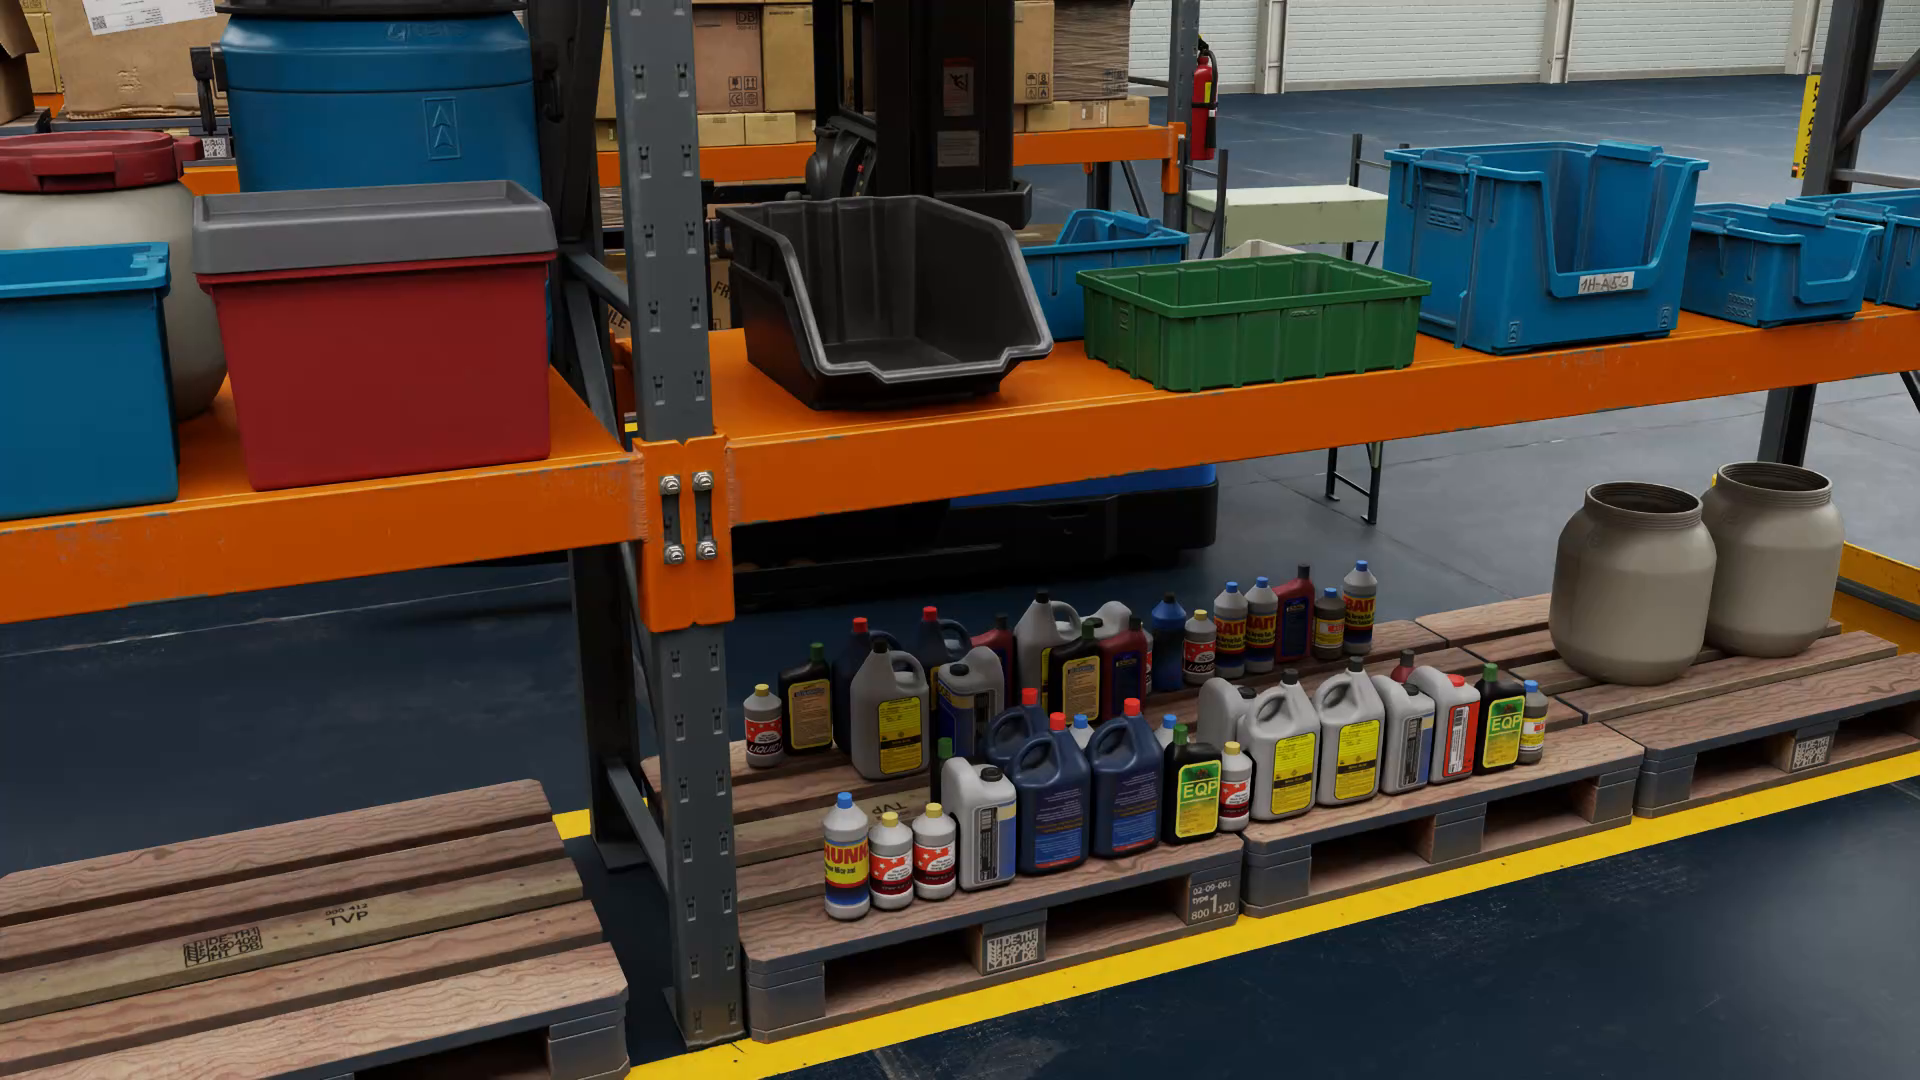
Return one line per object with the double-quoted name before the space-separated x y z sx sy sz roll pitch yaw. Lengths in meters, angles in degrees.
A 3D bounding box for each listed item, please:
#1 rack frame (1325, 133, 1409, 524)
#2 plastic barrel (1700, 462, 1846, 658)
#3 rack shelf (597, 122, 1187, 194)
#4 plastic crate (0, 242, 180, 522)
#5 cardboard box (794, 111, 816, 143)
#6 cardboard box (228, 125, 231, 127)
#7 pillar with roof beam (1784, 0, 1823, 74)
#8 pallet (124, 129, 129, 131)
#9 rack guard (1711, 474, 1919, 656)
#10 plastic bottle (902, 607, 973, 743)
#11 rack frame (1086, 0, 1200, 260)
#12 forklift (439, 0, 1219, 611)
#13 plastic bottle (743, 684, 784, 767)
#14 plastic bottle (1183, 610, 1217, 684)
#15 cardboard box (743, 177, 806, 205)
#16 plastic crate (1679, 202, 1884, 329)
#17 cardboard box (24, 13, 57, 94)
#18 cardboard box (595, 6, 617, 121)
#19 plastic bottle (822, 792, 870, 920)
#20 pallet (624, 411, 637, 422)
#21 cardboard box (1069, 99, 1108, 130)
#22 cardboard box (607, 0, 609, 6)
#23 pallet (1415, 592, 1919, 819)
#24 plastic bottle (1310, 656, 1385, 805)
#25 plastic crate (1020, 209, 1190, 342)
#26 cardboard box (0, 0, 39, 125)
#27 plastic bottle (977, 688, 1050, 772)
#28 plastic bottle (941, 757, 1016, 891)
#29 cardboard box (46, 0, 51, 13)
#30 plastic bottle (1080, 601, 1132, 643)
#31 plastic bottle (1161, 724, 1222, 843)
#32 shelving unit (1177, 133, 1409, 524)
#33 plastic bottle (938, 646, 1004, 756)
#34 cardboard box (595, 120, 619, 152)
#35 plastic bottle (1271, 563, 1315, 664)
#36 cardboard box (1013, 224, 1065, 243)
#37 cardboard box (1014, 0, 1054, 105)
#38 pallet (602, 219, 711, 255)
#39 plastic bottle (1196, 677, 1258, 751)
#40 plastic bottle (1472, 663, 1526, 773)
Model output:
"rack frame" 1.616 -0.836 6.639 0.023 1.500 0.400 -5 20 -14
"plastic barrel" 2.389 0.055 4.962 0.421 0.512 0.421 0 19 0
"rack shelf" -0.835 -1.938 8.593 4.000 0.370 1.077 -8 21 -22
"plastic crate" -1.600 -0.256 2.757 0.575 0.384 0.392 -8 21 -22
"cardboard box" -0.772 -2.080 8.292 0.250 0.149 0.380 -8 21 -22
"cardboard box" -7.078 -3.925 16.477 0.625 0.372 0.950 -8 21 -21
"pillar with roof beam" 17.852 -11.933 26.863 0.400 9.000 9.100 -8 21 -22
"pallet" -10.350 -4.964 20.301 1.213 0.211 1.003 -8 21 -22
"rack guard" 2.912 0.173 5.277 0.348 0.500 1.175 -8 21 -22
"plastic bottle" -0.057 0.340 4.365 0.185 0.351 0.144 -9 21 -25
"rack frame" 1.001 -2.540 9.220 0.127 3.000 1.000 -8 21 -22
"forklift" -0.606 -1.327 5.879 3.031 2.935 1.130 -5 20 -14
"plastic bottle" -0.500 0.466 4.233 0.097 0.201 0.097 0 19 0
"plastic bottle" 0.677 0.297 4.712 0.097 0.201 0.097 0 19 0
"cardboard box" -1.467 -3.153 13.526 0.875 0.875 0.875 -8 21 -22
"plastic crate" 2.023 -0.719 4.271 0.408 0.251 0.499 -8 21 -22
"cardboard box" -6.310 -3.236 11.047 0.500 0.500 0.500 -8 21 -22
"cardboard box" -1.761 -2.297 7.931 0.500 0.500 0.875 -8 21 -22
"plastic bottle" -0.244 0.667 3.556 0.097 0.271 0.097 0 19 0
"pallet" -2.069 -0.798 8.471 1.213 0.211 1.003 -8 21 -22
"cardboard box" 0.591 -2.289 8.884 0.250 0.149 0.380 -8 21 -22
"cardboard box" -1.699 -2.721 7.630 0.500 0.500 0.500 -8 21 -22
"pallet" 2.164 0.415 5.026 1.213 0.211 1.003 -8 21 -22
"plastic bottle" 0.930 0.453 4.044 0.185 0.351 0.144 -7 21 -20
"plastic crate" 0.199 -0.662 4.110 0.616 0.251 0.499 -8 21 -22
"cardboard box" -4.227 -2.005 6.911 0.637 0.503 0.797 -6 20 -16
"plastic bottle" 0.139 0.515 3.870 0.185 0.351 0.144 -8 21 -22
"plastic bottle" 0.042 0.614 3.699 0.135 0.276 0.152 -7 21 -20
"cardboard box" -5.933 -3.857 11.304 0.500 0.500 0.700 -8 21 -21
"plastic bottle" 0.391 0.313 4.555 0.135 0.276 0.152 -8 21 -21
"plastic bottle" 0.537 0.557 3.853 0.133 0.283 0.061 -7 21 -20
"shelving unit" 1.263 -0.804 6.548 0.755 1.500 0.431 -5 20 -14
"plastic bottle" 0.025 0.417 4.258 0.135 0.276 0.152 -8 21 -22
"cardboard box" -1.676 -1.938 7.889 0.250 0.149 0.380 -8 21 -22
"plastic bottle" 0.960 0.211 4.832 0.133 0.283 0.061 -8 21 -21
"cardboard box" 0.421 -1.482 9.347 0.500 0.500 0.500 -4 20 -12
"cardboard box" 0.074 -2.561 8.682 0.500 0.500 0.875 -8 21 -22
"pallet" -2.692 -2.463 13.198 1.213 0.211 1.003 -8 21 -22
"plastic bottle" 0.678 0.471 4.106 0.135 0.276 0.152 -8 21 -22
"plastic bottle" 1.350 0.440 4.183 0.133 0.283 0.061 -8 21 -21
